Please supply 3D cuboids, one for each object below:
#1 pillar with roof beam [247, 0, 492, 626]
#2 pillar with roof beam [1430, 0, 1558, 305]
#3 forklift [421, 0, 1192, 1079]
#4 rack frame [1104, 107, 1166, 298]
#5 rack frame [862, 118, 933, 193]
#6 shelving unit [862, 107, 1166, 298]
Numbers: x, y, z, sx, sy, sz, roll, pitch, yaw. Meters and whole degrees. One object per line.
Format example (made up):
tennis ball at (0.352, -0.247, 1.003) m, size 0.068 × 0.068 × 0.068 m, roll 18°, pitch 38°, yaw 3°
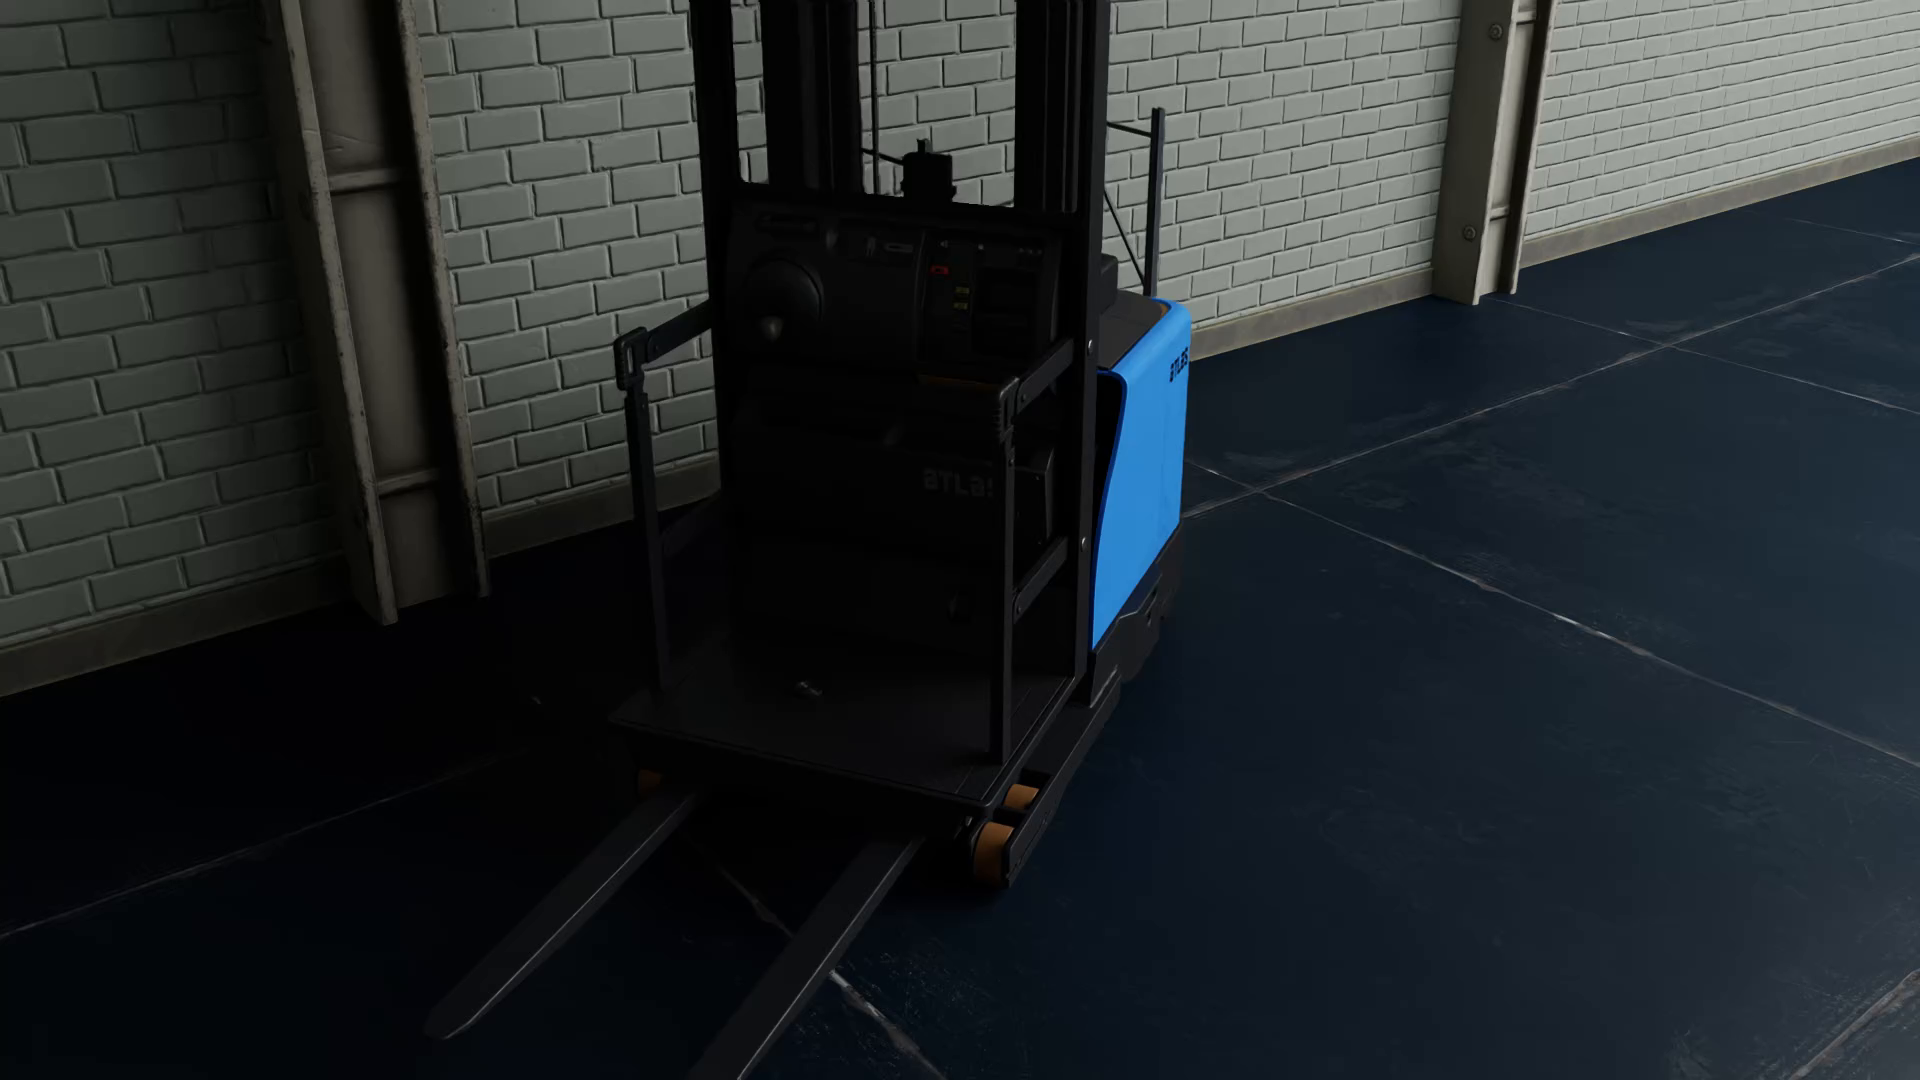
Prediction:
pillar with roof beam at (0.764, -2.466, 0.874) m, size 0.400 × 9.000 × 9.100 m, roll -18°, pitch 31°, yaw -34°
pillar with roof beam at (5.485, -4.025, 4.233) m, size 0.400 × 9.000 × 9.100 m, roll -18°, pitch 31°, yaw -34°
forklift at (-0.260, -0.631, 4.127) m, size 1.130 × 2.935 × 3.031 m, roll 10°, pitch 27°, yaw 20°
rack frame at (0.604, -0.985, 6.590) m, size 0.032 × 1.500 × 0.500 m, roll -16°, pitch 29°, yaw -30°
rack frame at (-0.243, -0.747, 6.079) m, size 0.032 × 1.500 × 0.500 m, roll -16°, pitch 29°, yaw -30°
shelving unit at (0.188, -0.868, 6.339) m, size 1.083 × 1.500 × 0.587 m, roll -16°, pitch 29°, yaw -30°
